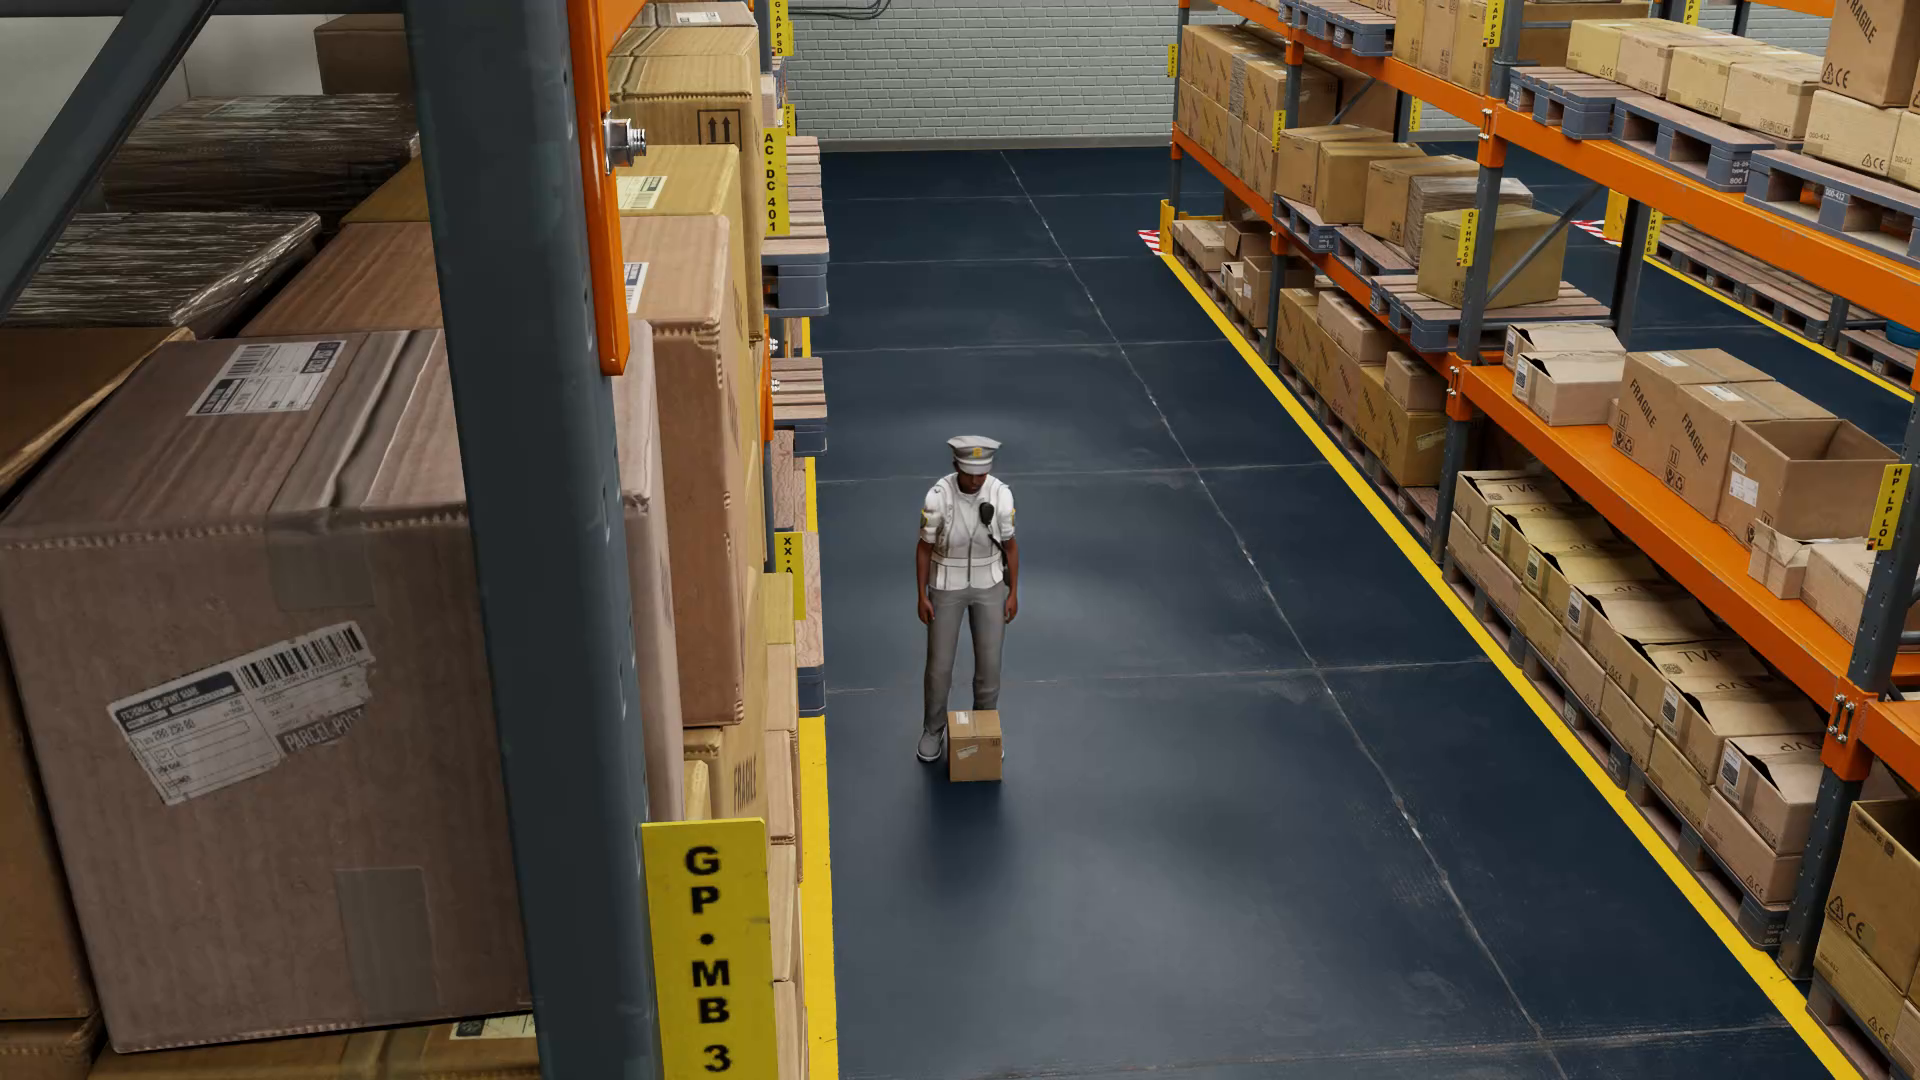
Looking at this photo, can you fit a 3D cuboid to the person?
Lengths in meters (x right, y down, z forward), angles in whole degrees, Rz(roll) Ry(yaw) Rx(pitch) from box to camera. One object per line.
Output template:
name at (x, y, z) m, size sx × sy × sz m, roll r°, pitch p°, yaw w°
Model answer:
person at (0.032, 0.266, 7.998) m, size 0.506 × 1.660 × 0.415 m, roll -2°, pitch 24°, yaw -5°
